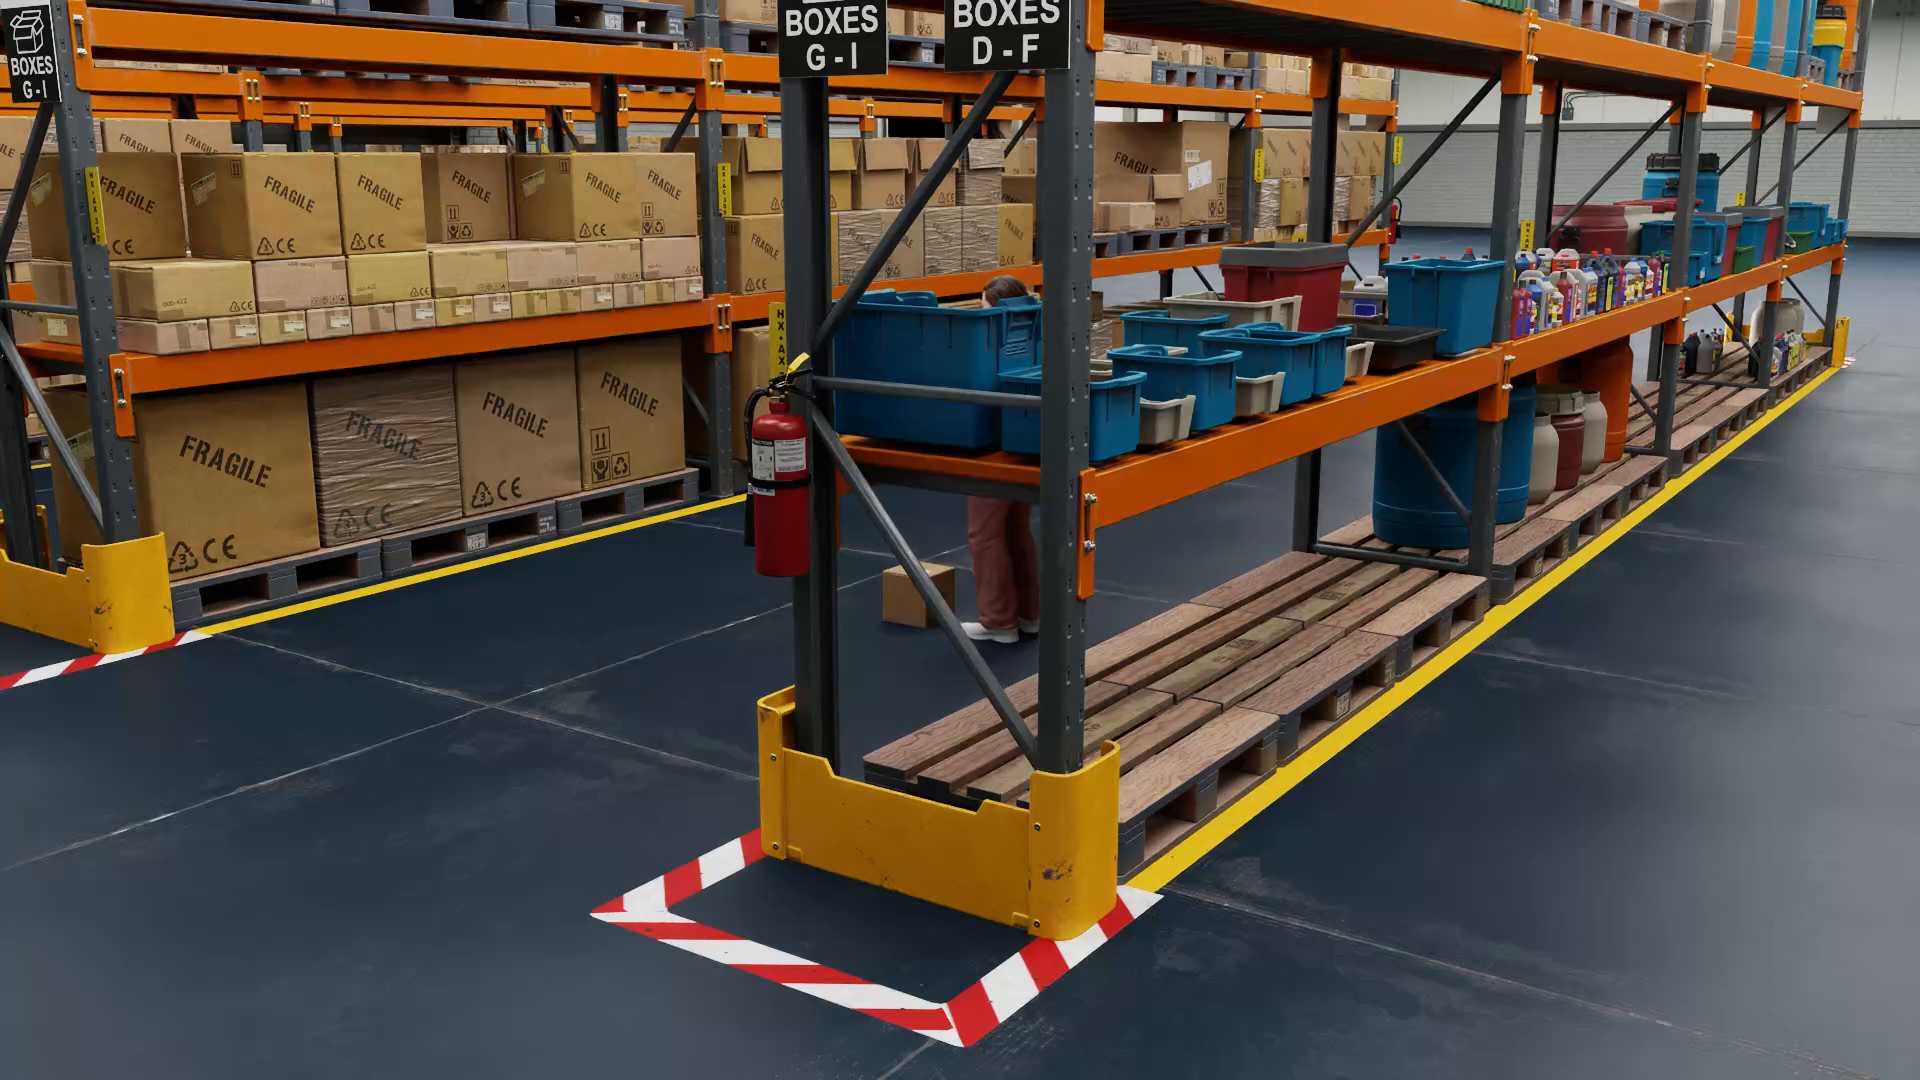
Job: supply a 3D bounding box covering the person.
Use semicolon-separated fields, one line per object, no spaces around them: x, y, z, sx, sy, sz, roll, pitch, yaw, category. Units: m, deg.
0.203;-0.362;7.572;0.359;1.671;0.442;9;16;34;person
